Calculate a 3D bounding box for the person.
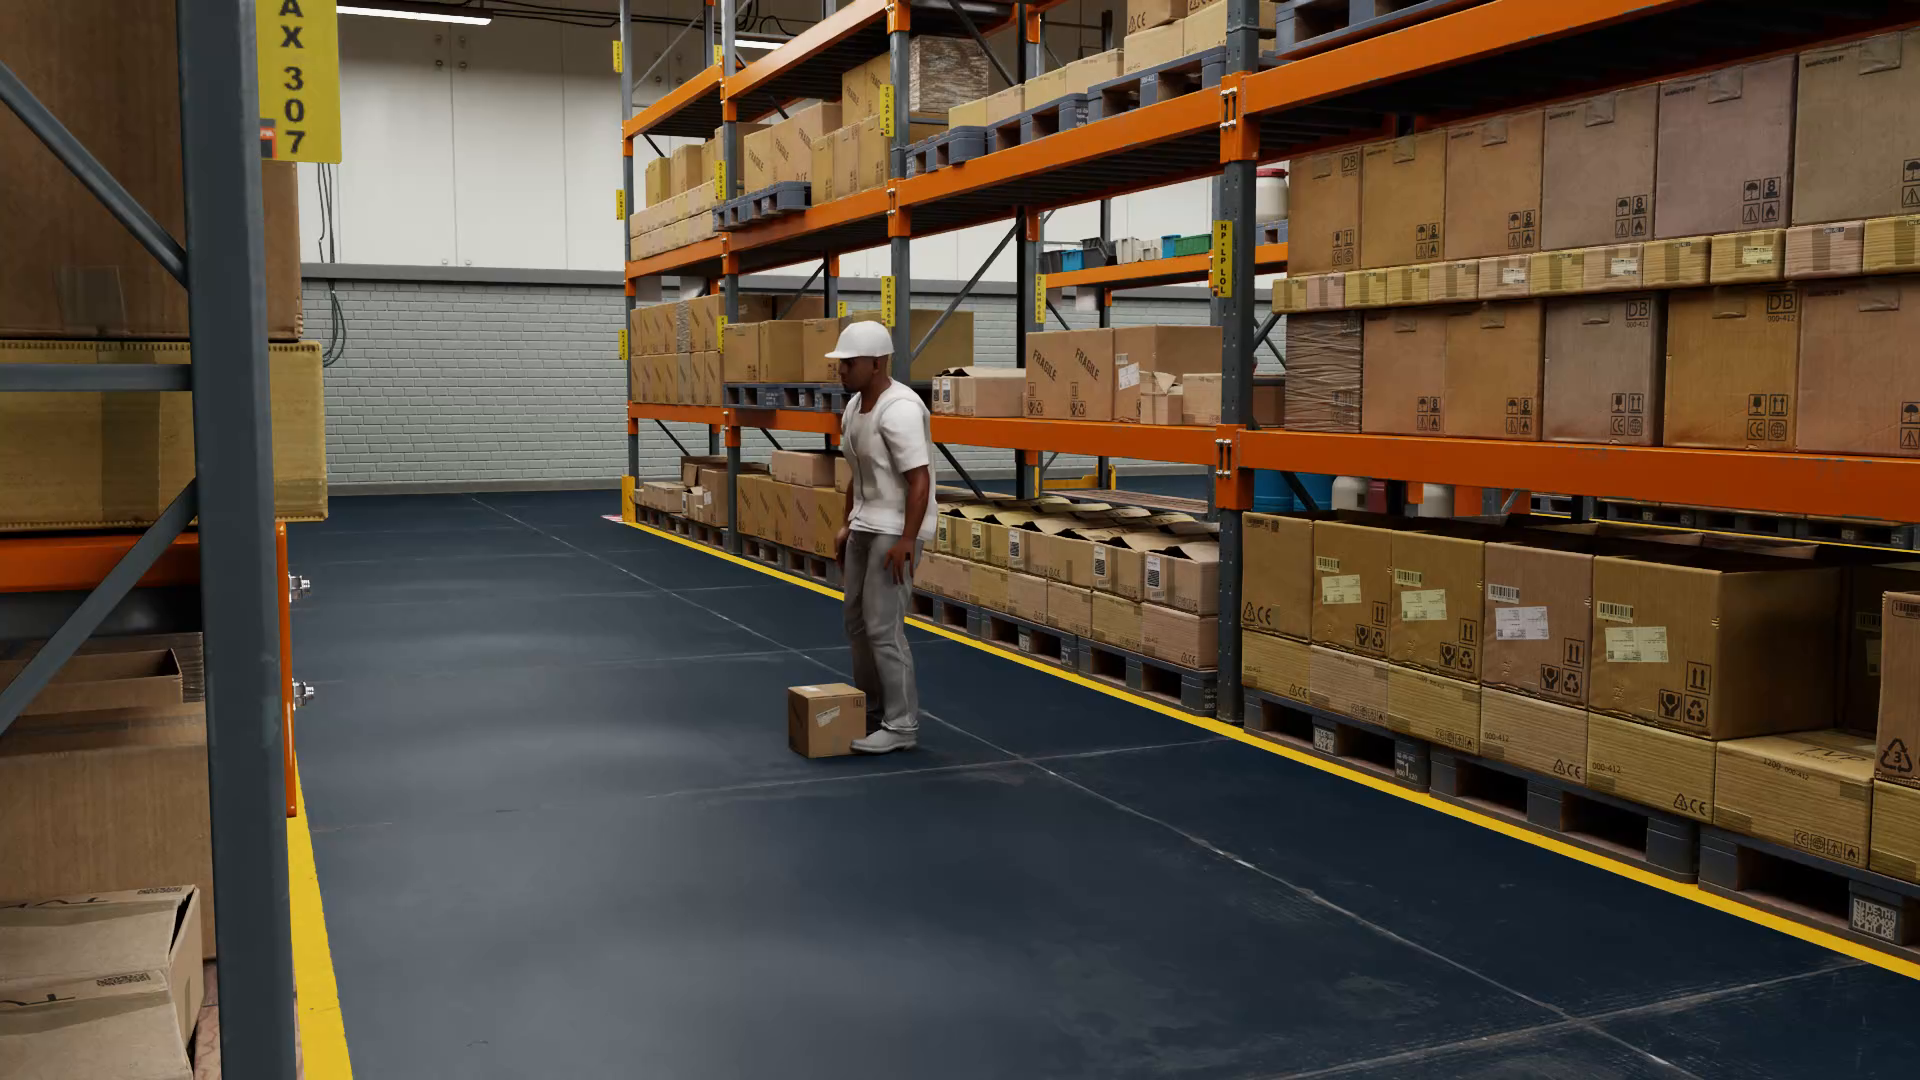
[{"bbox_3d":[-0.343,-0.018,6.866,0.462,1.759,0.632,-3,6,-27],"label":"person"}]
